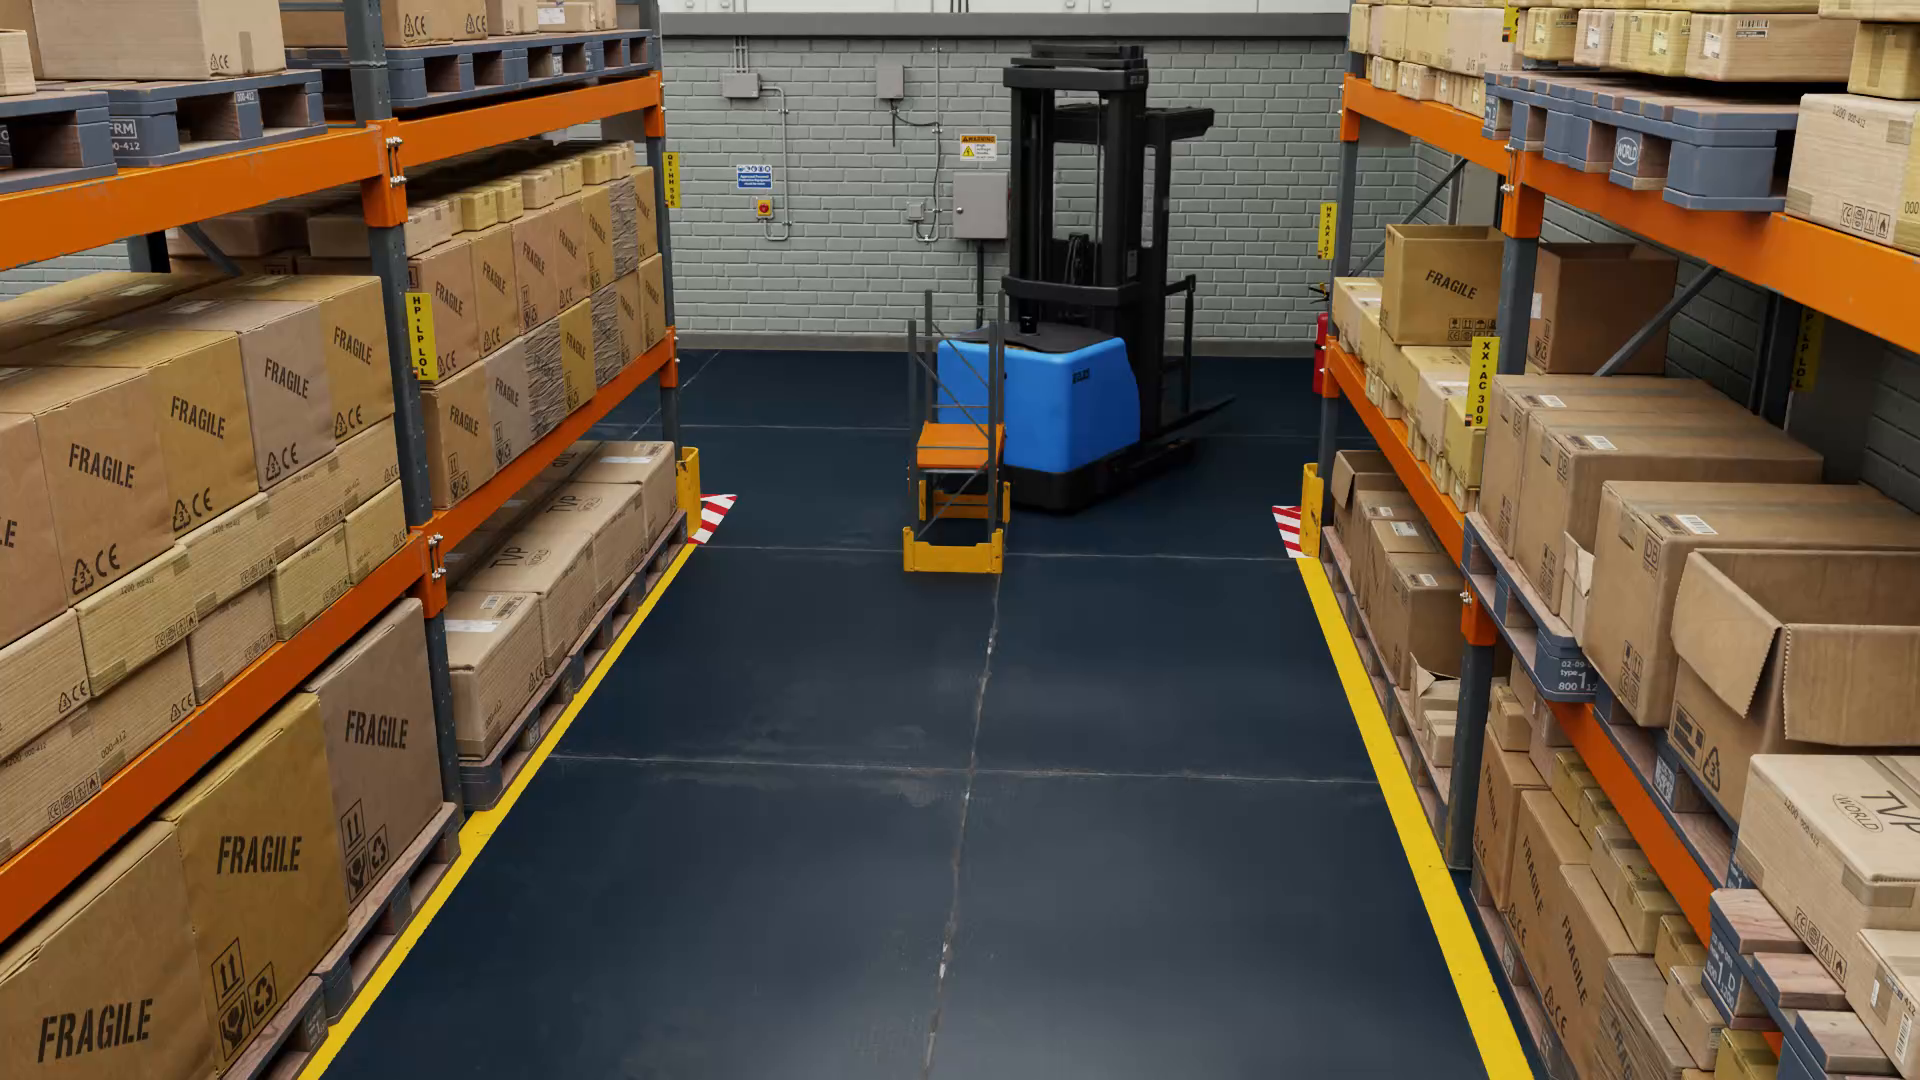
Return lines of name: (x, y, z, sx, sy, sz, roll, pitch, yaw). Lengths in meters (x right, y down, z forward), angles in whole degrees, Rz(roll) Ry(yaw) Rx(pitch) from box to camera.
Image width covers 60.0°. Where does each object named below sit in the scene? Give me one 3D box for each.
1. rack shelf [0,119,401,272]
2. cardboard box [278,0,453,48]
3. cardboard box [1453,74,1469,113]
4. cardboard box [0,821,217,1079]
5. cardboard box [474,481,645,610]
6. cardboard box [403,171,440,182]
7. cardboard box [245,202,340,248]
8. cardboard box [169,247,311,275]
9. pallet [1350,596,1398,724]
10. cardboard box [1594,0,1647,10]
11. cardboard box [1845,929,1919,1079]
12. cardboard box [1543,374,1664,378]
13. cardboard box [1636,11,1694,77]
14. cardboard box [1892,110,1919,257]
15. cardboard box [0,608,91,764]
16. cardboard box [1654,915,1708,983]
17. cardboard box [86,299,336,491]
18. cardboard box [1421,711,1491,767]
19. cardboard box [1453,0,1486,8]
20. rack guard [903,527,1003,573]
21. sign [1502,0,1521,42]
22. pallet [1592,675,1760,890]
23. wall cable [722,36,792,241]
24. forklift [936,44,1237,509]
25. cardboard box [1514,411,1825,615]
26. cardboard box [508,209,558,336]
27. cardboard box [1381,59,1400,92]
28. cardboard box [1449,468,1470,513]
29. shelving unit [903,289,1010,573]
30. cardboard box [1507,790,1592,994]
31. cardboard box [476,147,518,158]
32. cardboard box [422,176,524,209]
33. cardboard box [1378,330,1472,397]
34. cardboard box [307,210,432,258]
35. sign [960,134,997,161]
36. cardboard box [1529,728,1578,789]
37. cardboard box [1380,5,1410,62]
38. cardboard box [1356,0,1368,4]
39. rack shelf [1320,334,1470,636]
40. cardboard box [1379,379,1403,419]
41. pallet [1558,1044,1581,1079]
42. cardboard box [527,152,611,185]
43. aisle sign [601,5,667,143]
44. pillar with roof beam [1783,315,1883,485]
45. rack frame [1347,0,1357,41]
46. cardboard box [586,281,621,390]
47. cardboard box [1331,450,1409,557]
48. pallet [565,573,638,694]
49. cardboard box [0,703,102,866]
rack shelf: (-2.687, -0.714, 4.122, 1.077, 0.370, 4.000, 1, 18, 4)
cardboard box: (-2.292, -2.149, 6.352, 0.500, 0.500, 0.500, 2, 18, 5)
cardboard box: (2.209, -1.801, 6.689, 0.380, 0.149, 0.250, 1, 18, 4)
cardboard box: (-2.630, 1.312, 4.341, 0.875, 0.875, 0.875, 2, 18, 5)
cardboard box: (-2.262, 0.016, 8.997, 0.875, 0.438, 0.875, 2, 18, 5)
cardboard box: (-2.682, -1.657, 7.855, 0.380, 0.149, 0.250, 1, 18, 4)
cardboard box: (-2.712, -1.264, 6.657, 0.380, 0.149, 0.250, 2, 18, 5)
cardboard box: (-2.786, -0.927, 6.667, 0.500, 0.500, 0.500, 1, 18, 3)
pallet: (2.542, 0.590, 8.283, 1.003, 0.211, 1.213, 1, 18, 4)
cardboard box: (1.948, -1.510, 4.489, 0.380, 0.149, 0.250, 1, 18, 3)
cardboard box: (1.785, 0.808, 2.869, 0.380, 0.149, 0.250, 2, 18, 5)
cardboard box: (2.741, -0.515, 6.942, 0.500, 0.250, 0.500, 1, 18, 3)
cardboard box: (1.891, -1.215, 4.065, 0.380, 0.149, 0.250, 2, 18, 5)
cardboard box: (1.950, -0.574, 2.782, 0.500, 0.250, 0.500, 1, 18, 4)
cardboard box: (-2.462, 0.358, 3.952, 0.500, 0.250, 0.500, 1, 18, 4)
cardboard box: (2.095, 1.135, 4.439, 0.380, 0.149, 0.250, 1, 18, 4)
cardboard box: (-2.355, -0.469, 5.270, 0.500, 0.500, 0.500, 2, 18, 5)
cardboard box: (2.154, 0.834, 6.965, 0.380, 0.149, 0.250, 1, 18, 2)
cardboard box: (2.231, -2.195, 6.447, 0.500, 0.250, 0.500, 1, 18, 3)
rack guard: (-0.041, 0.060, 9.840, 0.587, 0.250, 0.087, 1, 18, 4)
sign: (1.866, -1.822, 5.520, 0.100, 0.325, 0.005, 1, 18, 4)
pallet: (2.255, 0.588, 4.120, 1.003, 0.211, 1.213, 1, 18, 4)
wall cable: (-1.876, -3.743, 15.347, 0.585, 1.953, 0.123, 1, 18, 4)
forklift: (1.078, -1.995, 11.803, 1.130, 2.935, 3.031, 12, 22, 32)
cardboard box: (2.112, -0.083, 5.023, 0.700, 0.500, 0.500, 1, 18, 5)
cardboard box: (-2.178, -1.232, 7.599, 0.500, 0.500, 0.500, 2, 18, 5)
cardboard box: (2.279, -2.278, 8.145, 0.380, 0.149, 0.250, 1, 18, 4)
cardboard box: (2.175, -0.208, 6.645, 0.380, 0.149, 0.250, 2, 18, 5)
shelving unit: (-0.005, -0.689, 10.117, 0.587, 1.500, 1.083, 1, 18, 4)
cardboard box: (2.120, 1.157, 5.413, 0.500, 0.500, 0.500, 1, 18, 3)
cardboard box: (-2.640, -2.059, 9.082, 0.380, 0.149, 0.250, 2, 18, 6)
cardboard box: (-2.221, -1.572, 7.596, 0.380, 0.149, 0.250, 1, 18, 4)
cardboard box: (2.308, -0.846, 7.950, 0.500, 0.250, 0.500, 1, 18, 2)
cardboard box: (-2.262, -1.174, 6.382, 0.380, 0.149, 0.250, 1, 18, 3)
sign: (0.168, -3.611, 15.300, 0.339, 0.242, 0.001, 1, 18, 4)
cardboard box: (2.173, 0.732, 5.671, 0.380, 0.149, 0.250, 1, 18, 2)
cardboard box: (2.325, -2.431, 7.970, 0.500, 0.250, 0.500, 1, 18, 2)
cardboard box: (2.412, -2.985, 8.858, 0.500, 0.250, 0.500, 1, 18, 3)
rack shelf: (2.551, -0.421, 8.046, 1.077, 0.370, 4.000, 1, 18, 4)
cardboard box: (2.256, -0.687, 8.107, 0.380, 0.149, 0.250, 2, 18, 5)
pallet: (2.302, 1.817, 4.539, 1.003, 0.211, 1.213, 1, 18, 4)
cardboard box: (-2.071, -1.970, 8.809, 0.380, 0.149, 0.250, 2, 18, 5)
aisle sign: (-1.943, -2.744, 9.806, 0.394, 0.787, 0.004, 1, 18, 4)
pillar with roof beam: (-0.938, -3.285, 5.996, 9.100, 9.000, 0.400, 1, 18, 4)
rack frame: (2.694, -4.235, 8.895, 1.000, 3.000, 0.127, 1, 18, 4)
cardboard box: (-2.106, -1.070, 8.710, 0.500, 0.500, 0.500, 2, 18, 6)
cardboard box: (2.556, -0.209, 9.579, 0.797, 0.503, 0.637, 1, 18, 2)
pallet: (-2.327, 0.460, 8.682, 1.003, 0.211, 1.213, 1, 18, 4)
cardboard box: (-2.482, 0.593, 4.036, 0.500, 0.250, 0.500, 2, 18, 6)
